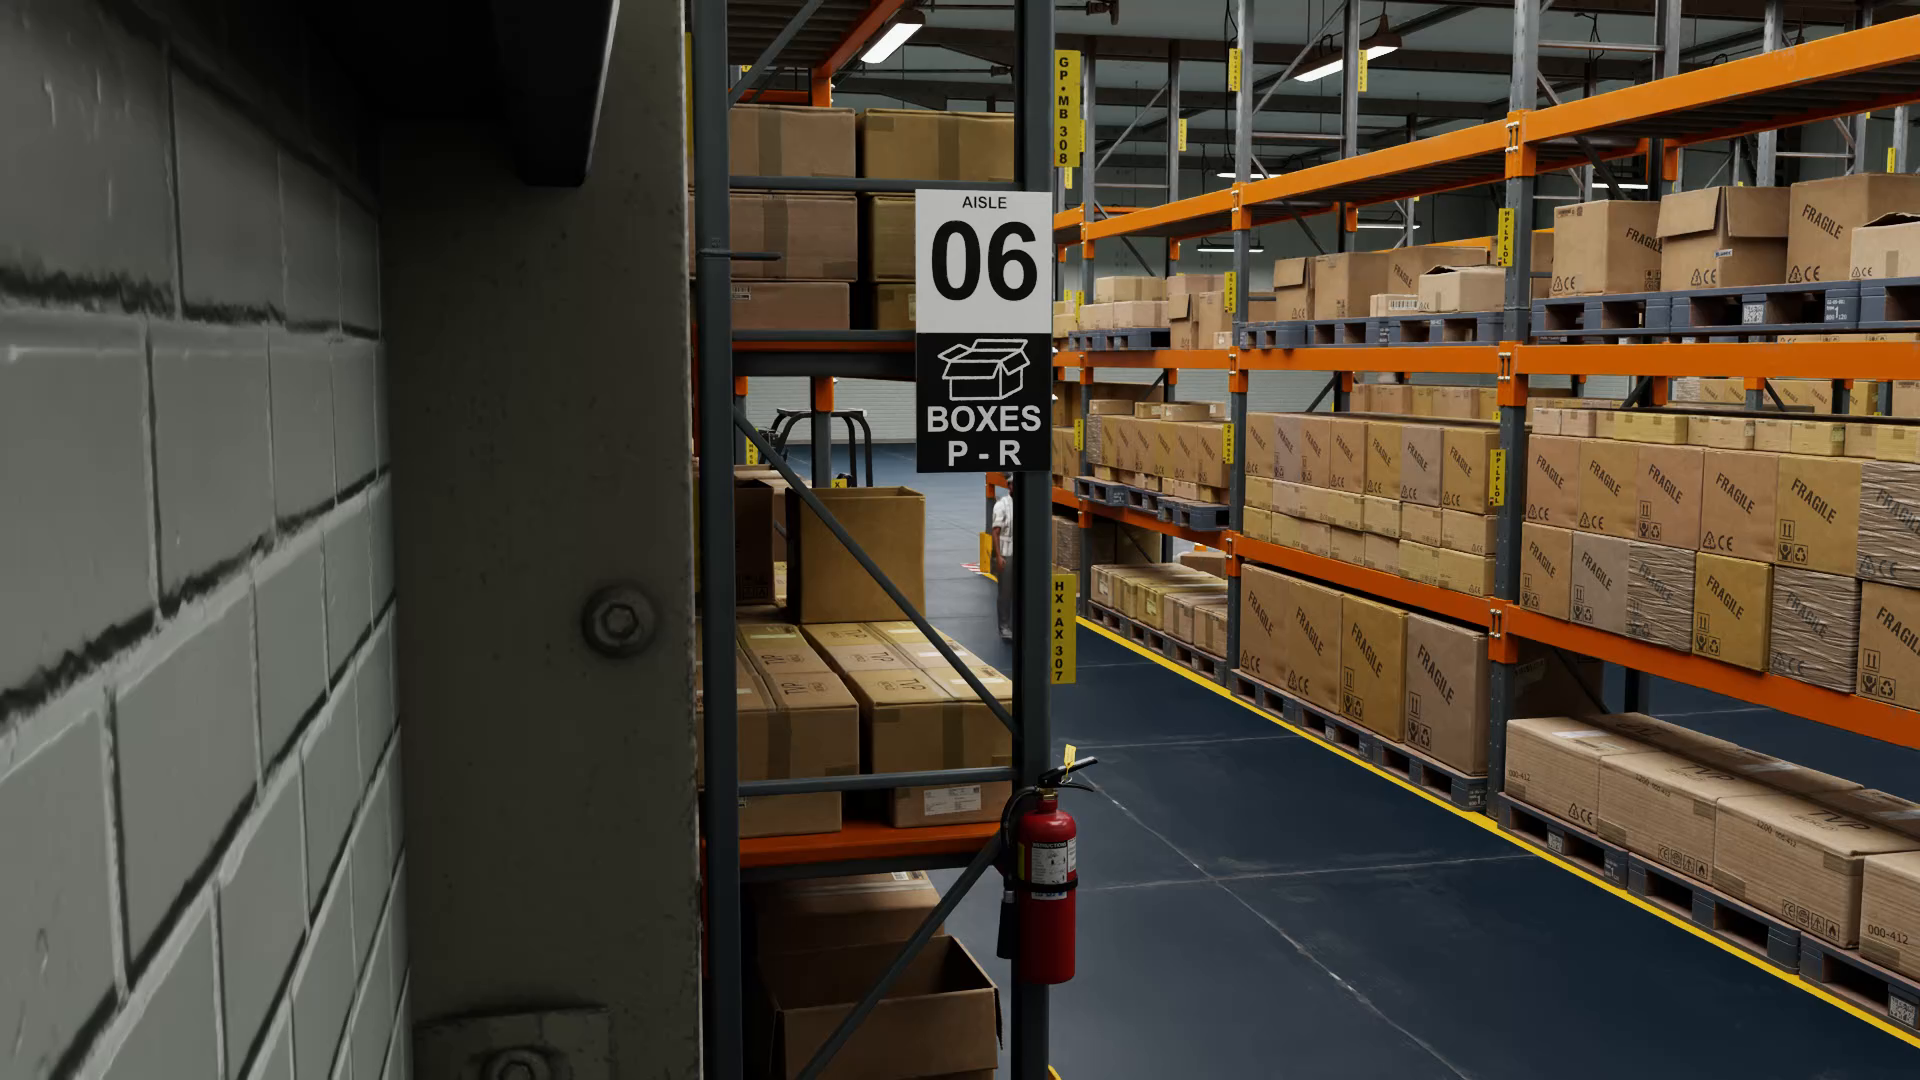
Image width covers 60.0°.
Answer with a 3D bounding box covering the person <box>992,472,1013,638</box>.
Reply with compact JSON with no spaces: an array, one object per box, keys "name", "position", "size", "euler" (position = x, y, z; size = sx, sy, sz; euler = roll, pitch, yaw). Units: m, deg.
[{"name":"person","position":[0.549,0.165,15.800],"size":[0.484,1.675,0.862],"euler":[-2,6,-14]}]
